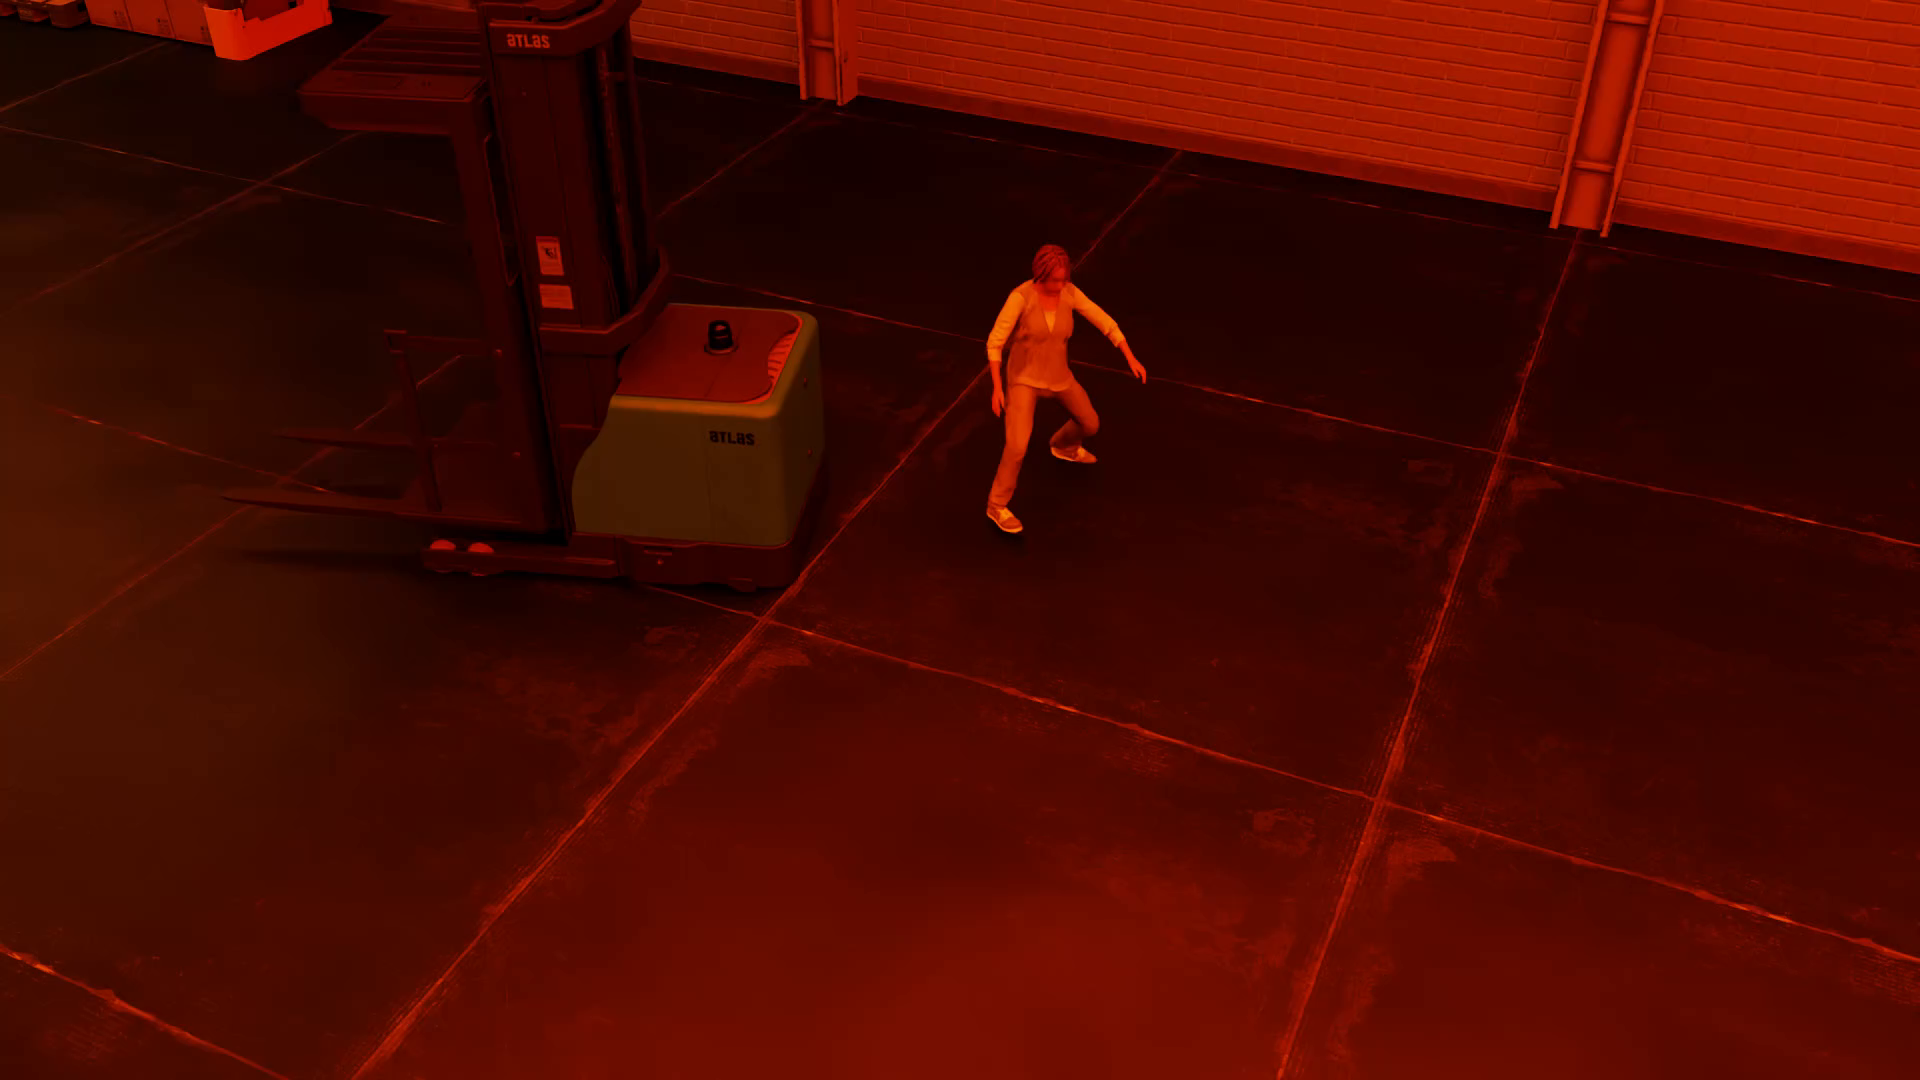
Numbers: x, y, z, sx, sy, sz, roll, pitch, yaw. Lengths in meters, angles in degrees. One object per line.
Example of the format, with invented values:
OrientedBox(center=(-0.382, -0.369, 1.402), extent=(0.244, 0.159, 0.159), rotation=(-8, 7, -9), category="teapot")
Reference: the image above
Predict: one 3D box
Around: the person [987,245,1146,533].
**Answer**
OrientedBox(center=(0.480, -0.824, 8.558), extent=(0.849, 1.460, 0.730), rotation=(-12, 37, -16), category="person")

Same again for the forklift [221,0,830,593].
OrientedBox(center=(-2.257, -1.311, 7.924), extent=(3.031, 2.935, 1.130), rotation=(4, 36, 6), category="forklift")
